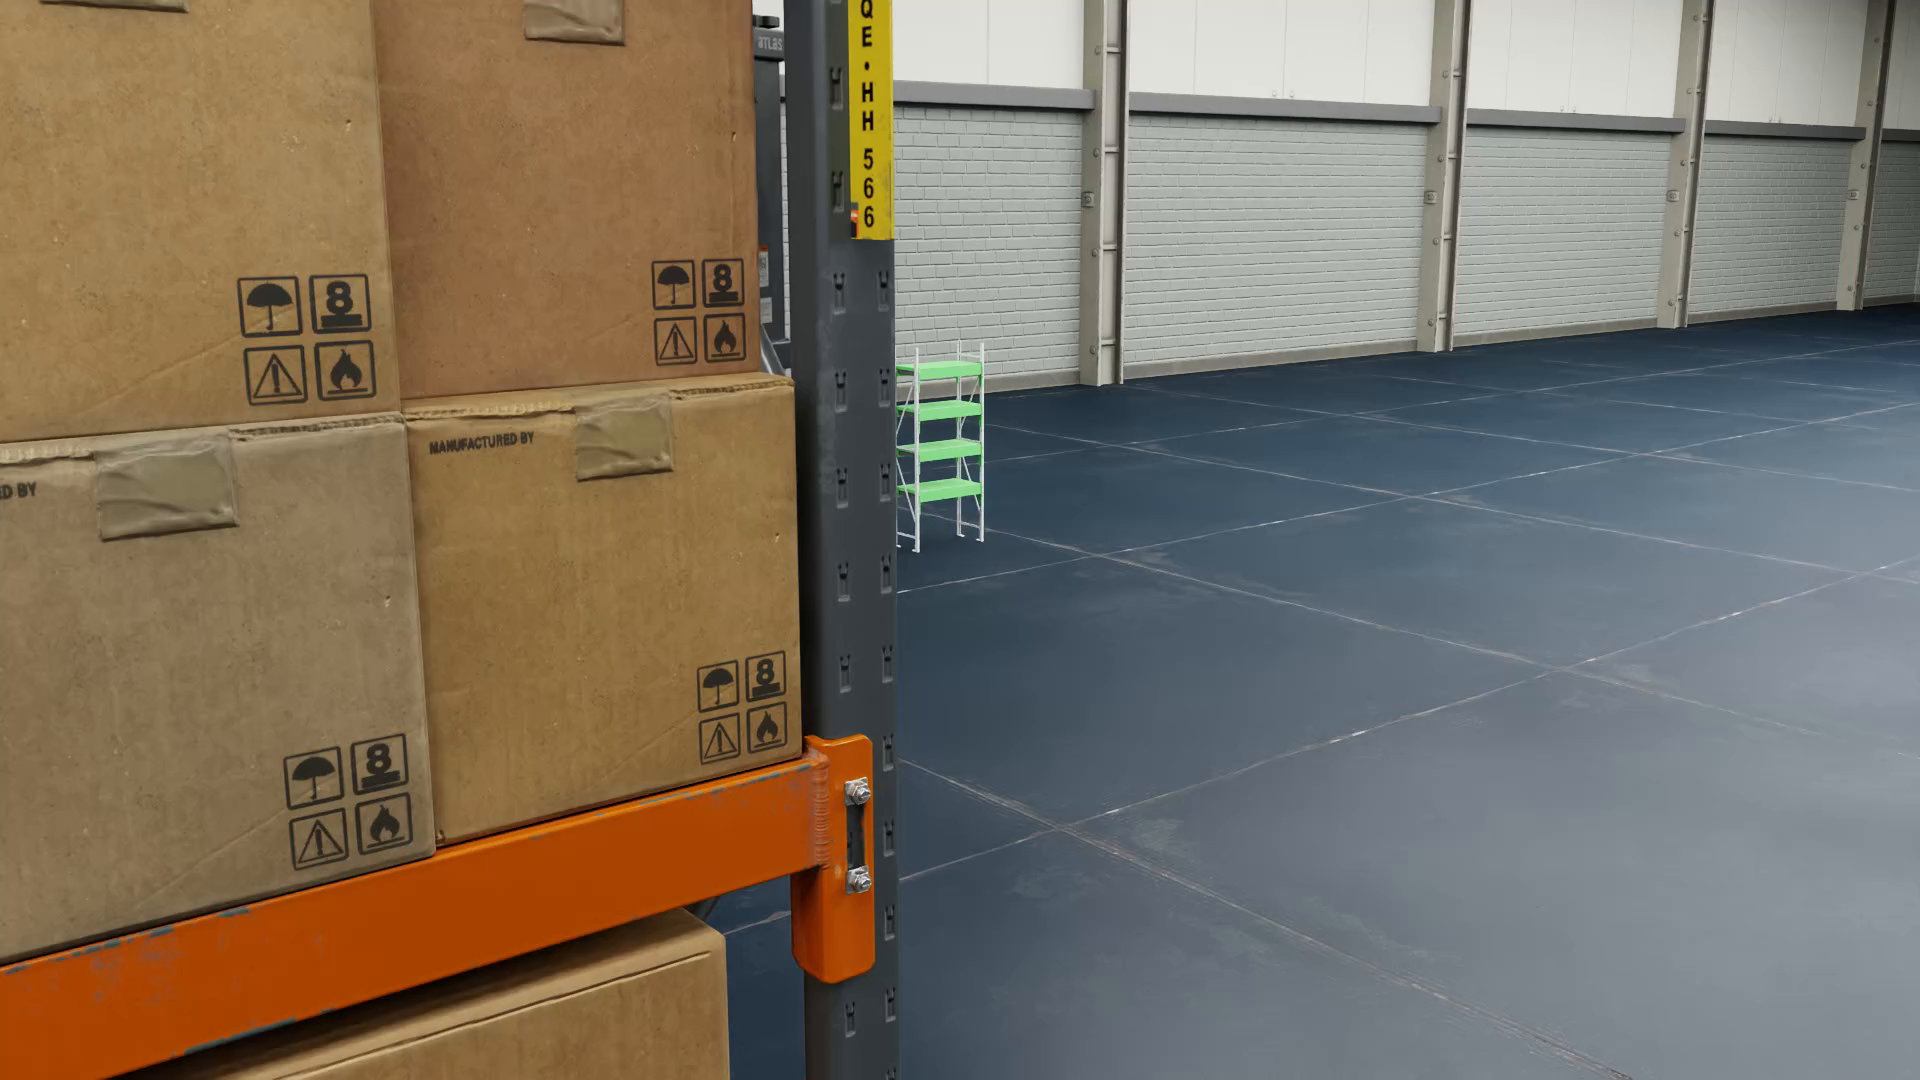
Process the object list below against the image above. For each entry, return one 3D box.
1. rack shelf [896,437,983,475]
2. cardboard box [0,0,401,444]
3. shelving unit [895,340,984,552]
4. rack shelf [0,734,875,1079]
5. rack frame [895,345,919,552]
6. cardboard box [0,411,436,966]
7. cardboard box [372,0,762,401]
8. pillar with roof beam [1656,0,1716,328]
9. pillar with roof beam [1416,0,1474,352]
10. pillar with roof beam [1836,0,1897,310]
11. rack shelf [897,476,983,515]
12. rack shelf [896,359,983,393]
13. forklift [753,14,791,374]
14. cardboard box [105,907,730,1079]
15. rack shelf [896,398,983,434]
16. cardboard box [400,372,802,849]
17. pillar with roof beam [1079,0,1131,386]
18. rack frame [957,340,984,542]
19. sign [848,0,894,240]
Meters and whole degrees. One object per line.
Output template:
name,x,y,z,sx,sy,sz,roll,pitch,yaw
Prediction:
rack shelf,-0.129,-0.503,9.916,0.480,0.148,0.258,-9,15,-38
cardboard box,-1.134,-0.445,2.042,0.550,0.550,0.875,-9,15,-38
shelving unit,-0.129,-0.565,9.903,0.503,1.200,0.258,-9,15,-38
rack shelf,-2.010,0.640,1.626,4.000,0.370,1.077,-9,15,-38
rack frame,-0.320,-0.534,9.754,0.015,1.200,0.240,-9,15,-38
cardboard box,-1.125,0.085,2.144,0.550,0.550,0.875,-9,15,-38
cardboard box,-0.762,-0.531,2.449,0.550,0.550,0.875,-9,15,-38
pillar with roof beam,13.600,-6.972,21.299,0.400,9.000,9.100,-9,15,-38
pillar with roof beam,8.915,-6.194,17.633,0.400,9.000,9.100,-9,15,-38
pillar with roof beam,18.285,-7.751,24.966,0.400,9.000,9.100,-9,15,-38
rack shelf,-0.129,-0.268,9.966,0.480,0.148,0.258,-9,15,-38
rack shelf,-0.129,-0.972,9.817,0.480,0.148,0.258,-9,15,-38
forklift,-1.529,-0.919,7.398,1.130,2.935,3.031,7,14,30
cardboard box,-0.936,0.961,2.486,0.875,0.875,0.875,-9,15,-37
rack shelf,-0.129,-0.738,9.866,0.480,0.148,0.258,-9,15,-38
cardboard box,-0.710,0.011,2.497,0.550,0.550,0.875,-9,15,-38
pillar with roof beam,4.230,-5.415,13.966,0.400,9.000,9.100,-9,15,-38
rack frame,0.061,-0.597,10.052,0.015,1.200,0.240,-9,15,-38
sign,-0.120,-0.564,2.206,0.005,0.325,0.100,-9,15,-38
